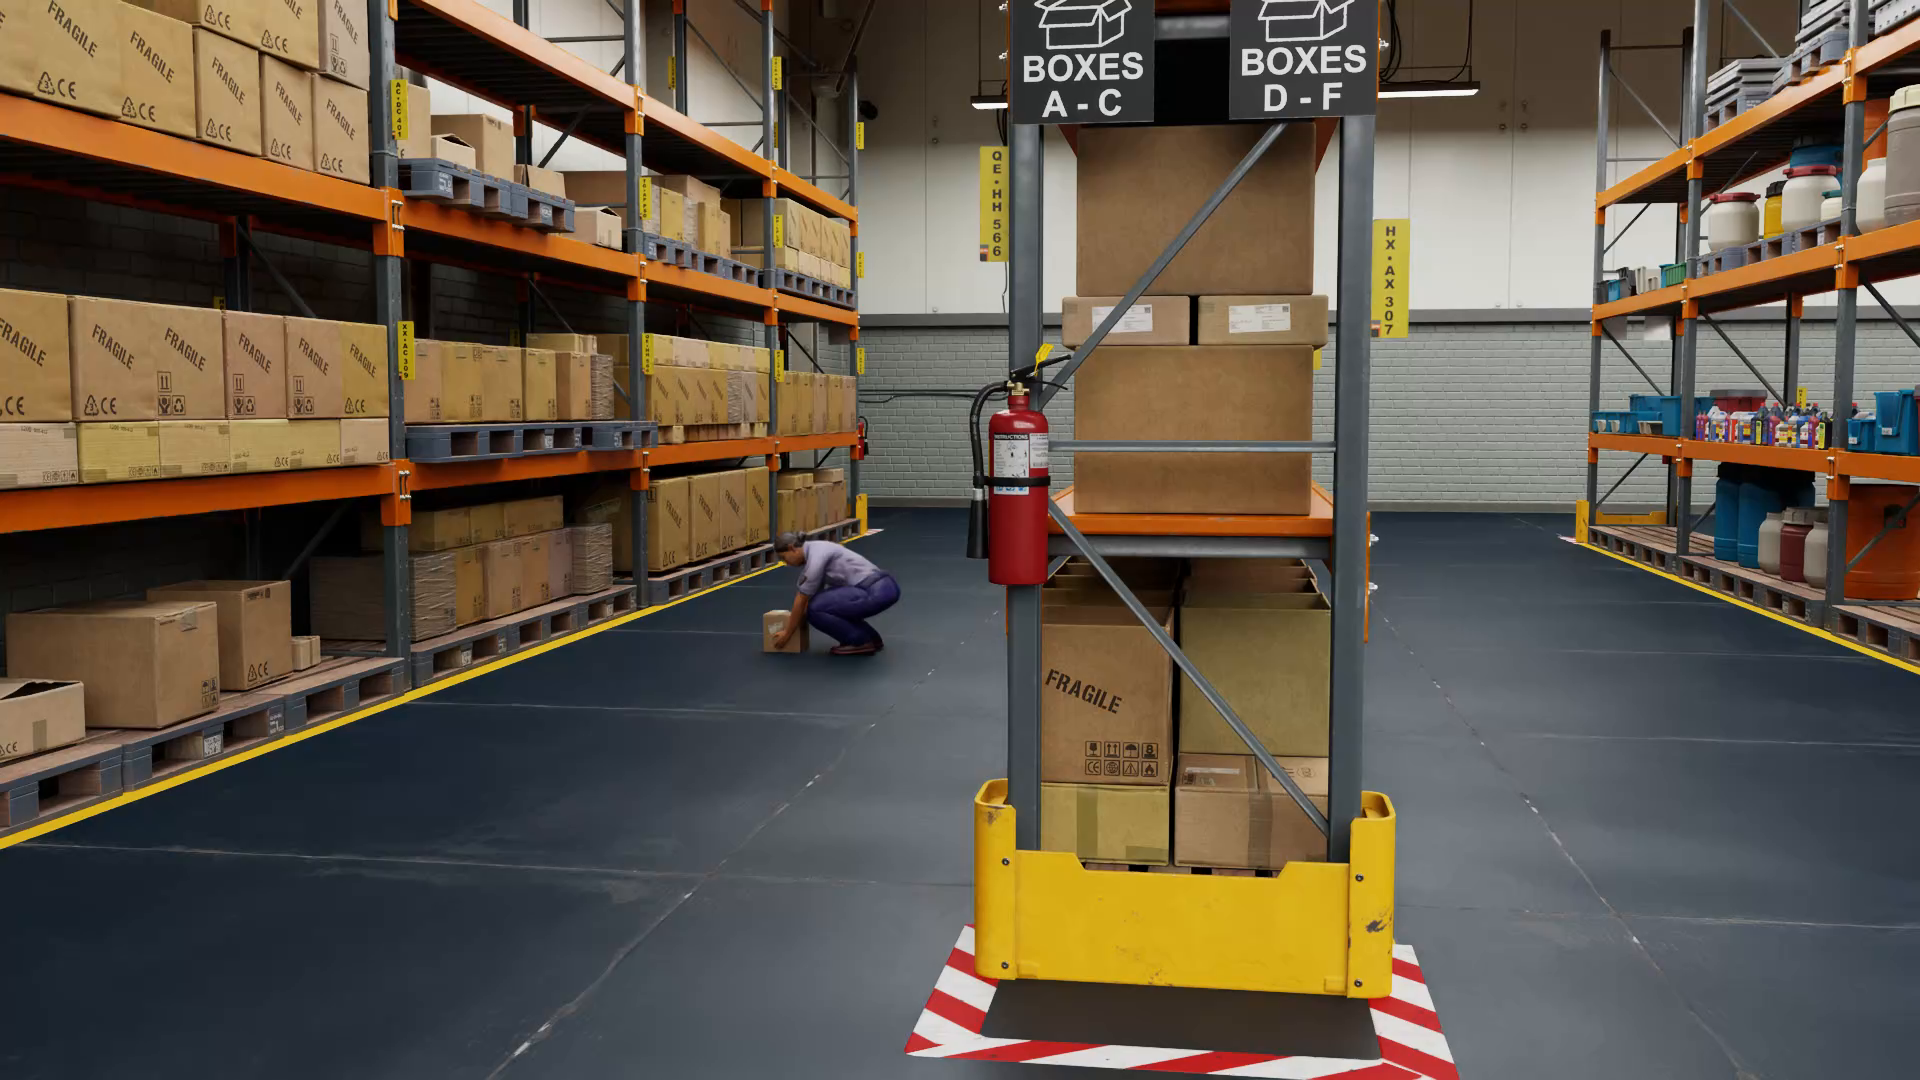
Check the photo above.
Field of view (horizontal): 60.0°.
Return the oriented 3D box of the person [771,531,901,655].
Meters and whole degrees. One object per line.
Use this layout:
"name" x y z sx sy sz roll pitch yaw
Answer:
"person" -0.820 0.343 11.032 0.826 0.812 0.529 1 5 9
